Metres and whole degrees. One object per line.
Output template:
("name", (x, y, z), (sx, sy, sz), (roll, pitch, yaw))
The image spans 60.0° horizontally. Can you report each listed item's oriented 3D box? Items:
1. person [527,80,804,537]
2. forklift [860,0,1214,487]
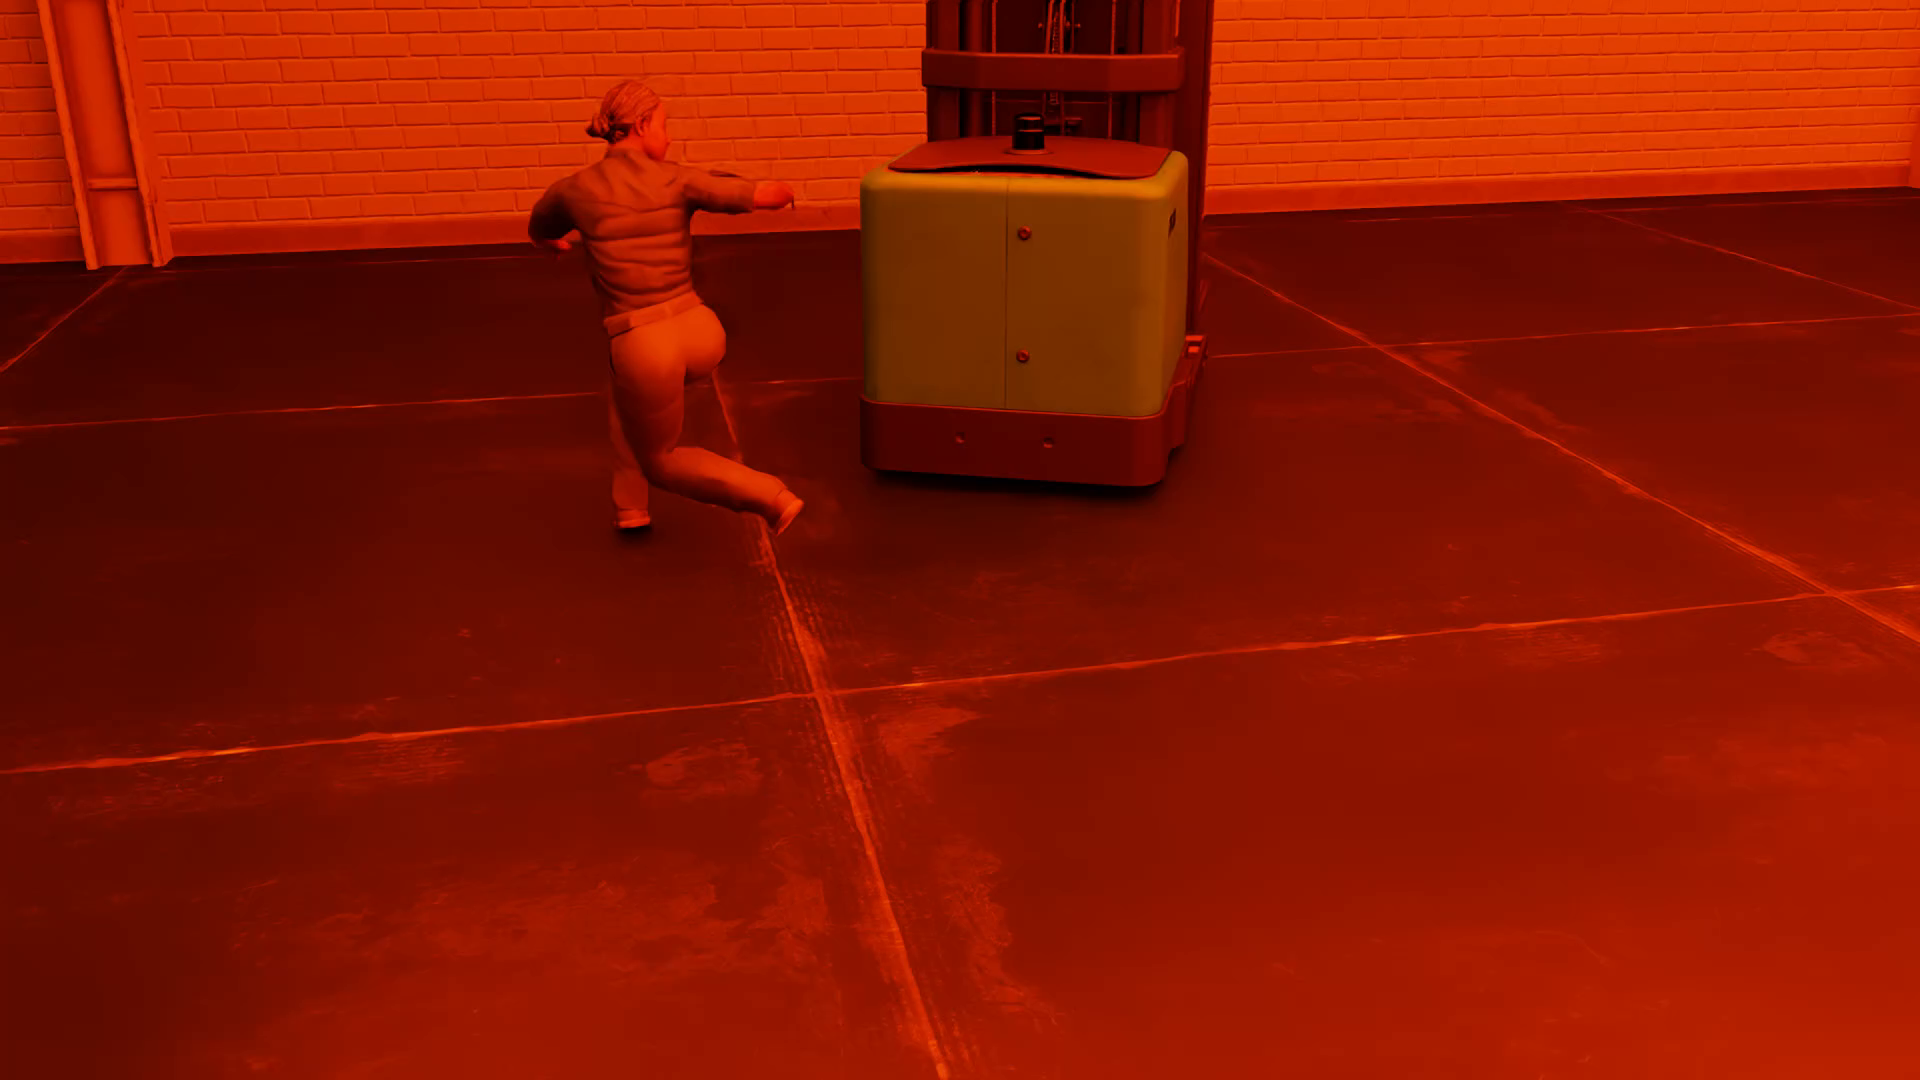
("person", (-0.872, -0.693, 5.143), (0.795, 1.426, 1.088), (-14, 25, -32))
("forklift", (0.462, -2.040, 6.528), (1.130, 2.935, 3.031), (4, 21, 11))
